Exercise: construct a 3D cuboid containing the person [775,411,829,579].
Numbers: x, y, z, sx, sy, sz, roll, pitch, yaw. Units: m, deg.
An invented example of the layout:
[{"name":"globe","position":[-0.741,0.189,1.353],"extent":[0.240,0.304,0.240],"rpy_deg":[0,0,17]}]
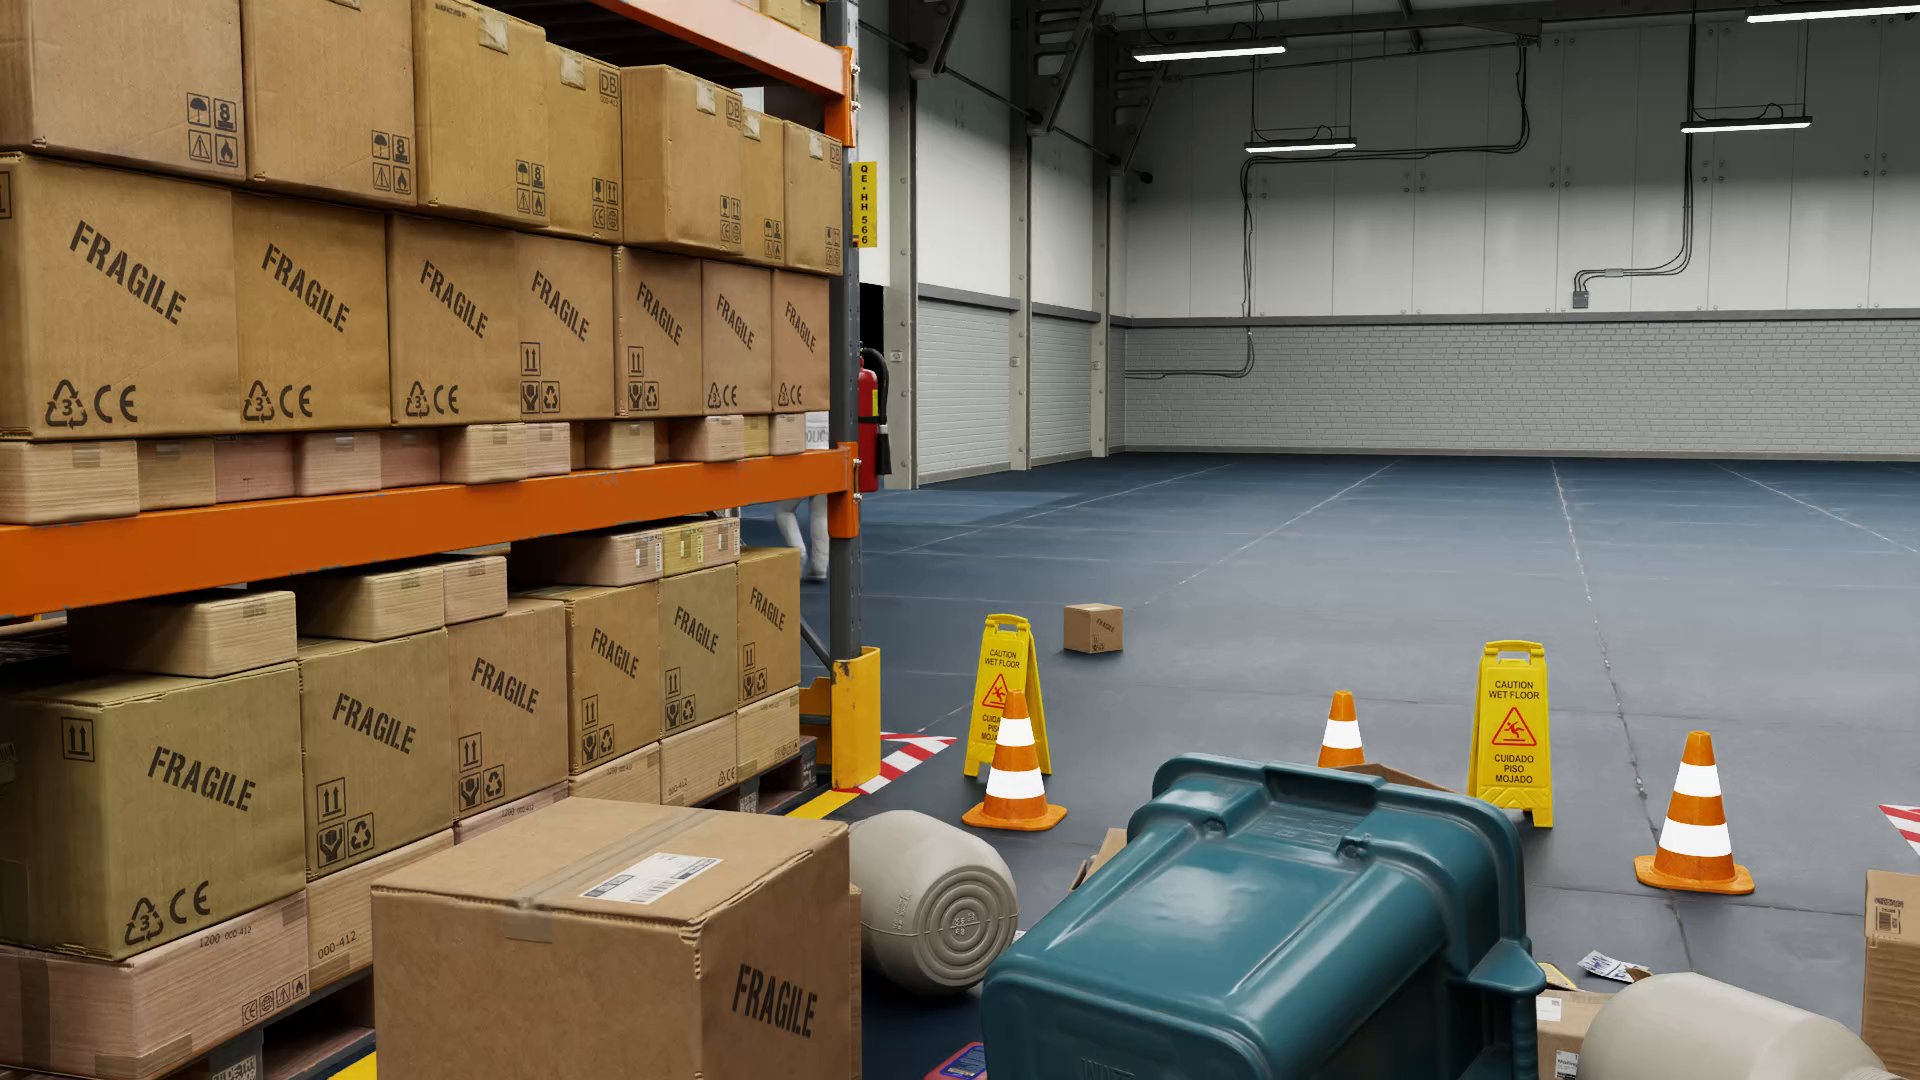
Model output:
[{"name":"person","position":[-1.196,-0.509,13.091],"extent":[0.473,1.673,0.460],"rpy_deg":[-2,6,-25]}]
